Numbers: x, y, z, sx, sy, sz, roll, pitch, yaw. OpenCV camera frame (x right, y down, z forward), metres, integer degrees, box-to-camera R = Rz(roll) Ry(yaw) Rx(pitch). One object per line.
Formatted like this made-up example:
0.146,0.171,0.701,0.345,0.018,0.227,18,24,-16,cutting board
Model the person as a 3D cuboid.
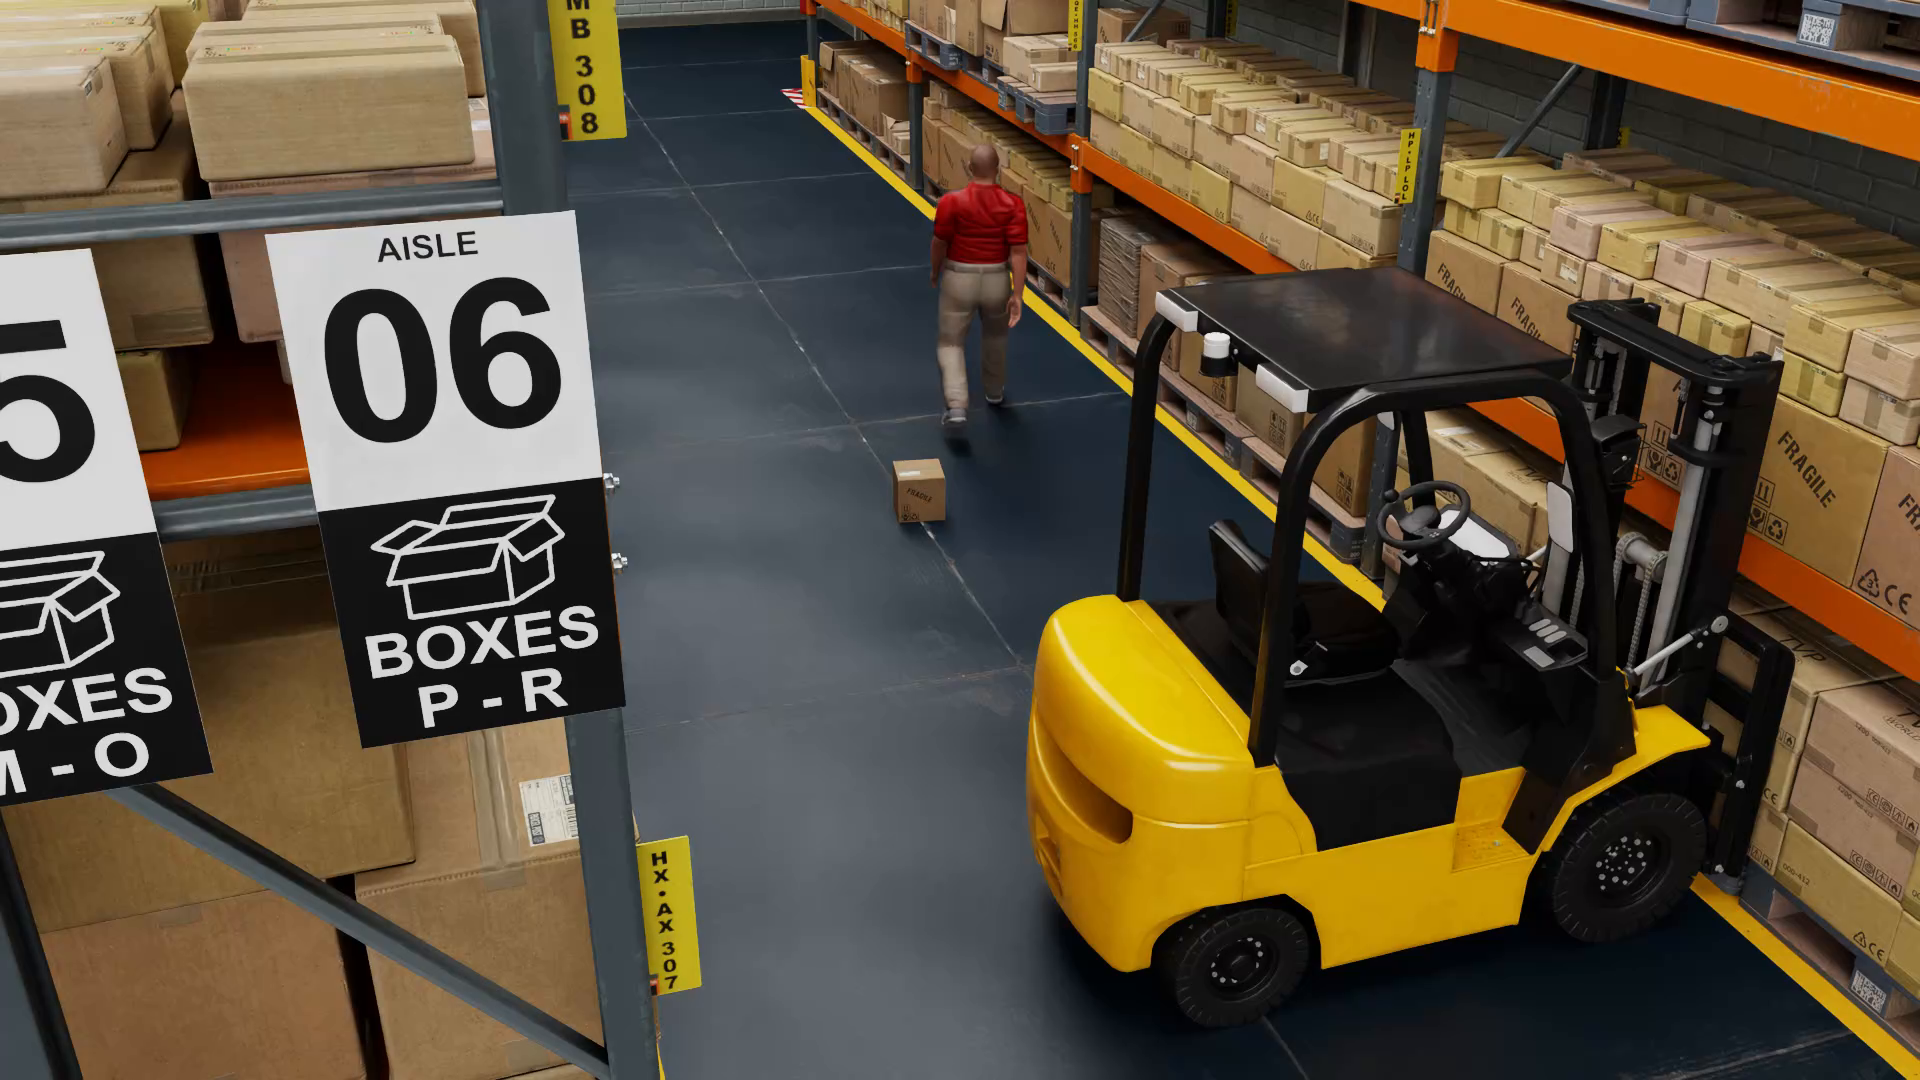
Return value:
0.094,-1.502,9.705,0.534,1.670,0.996,-4,26,-8,person
